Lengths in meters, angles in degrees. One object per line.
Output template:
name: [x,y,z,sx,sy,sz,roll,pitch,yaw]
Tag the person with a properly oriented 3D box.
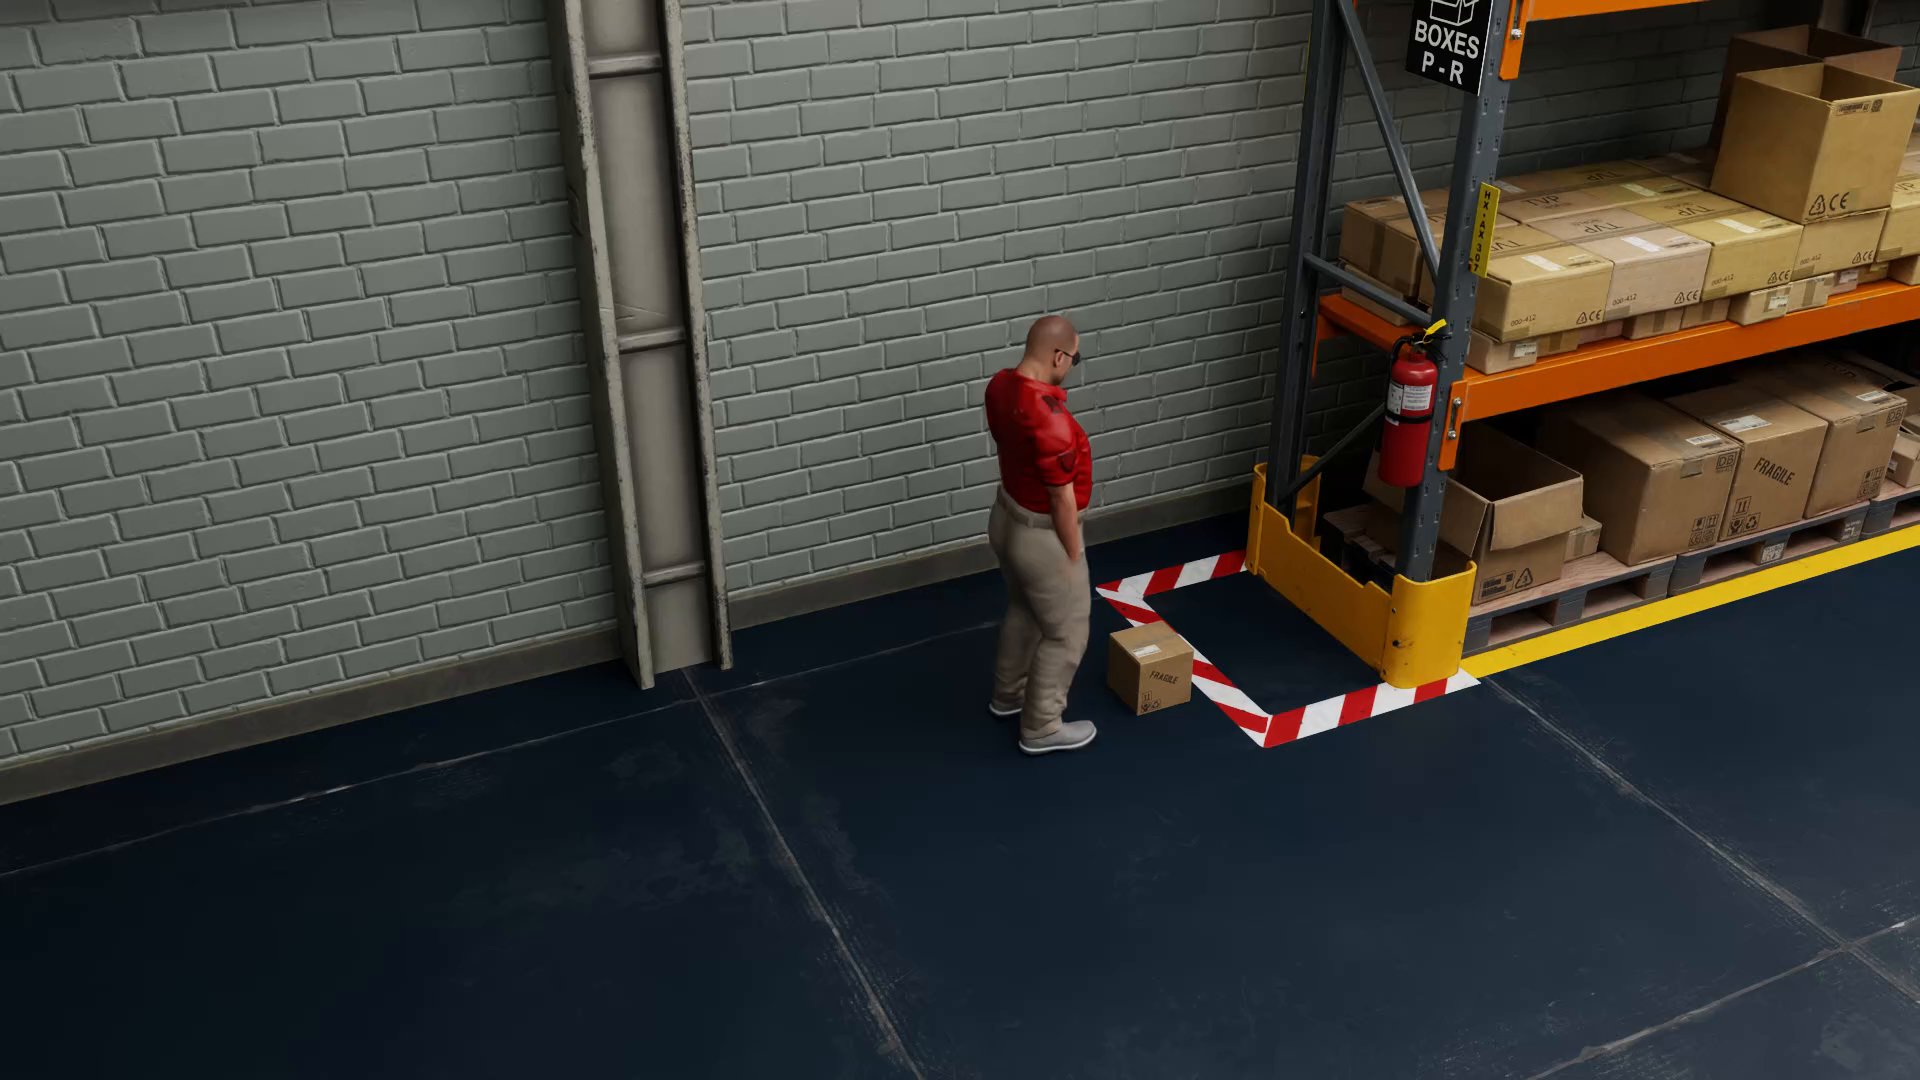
person: [0.308,-0.026,6.212,0.343,1.715,0.536,-12,32,-21]
